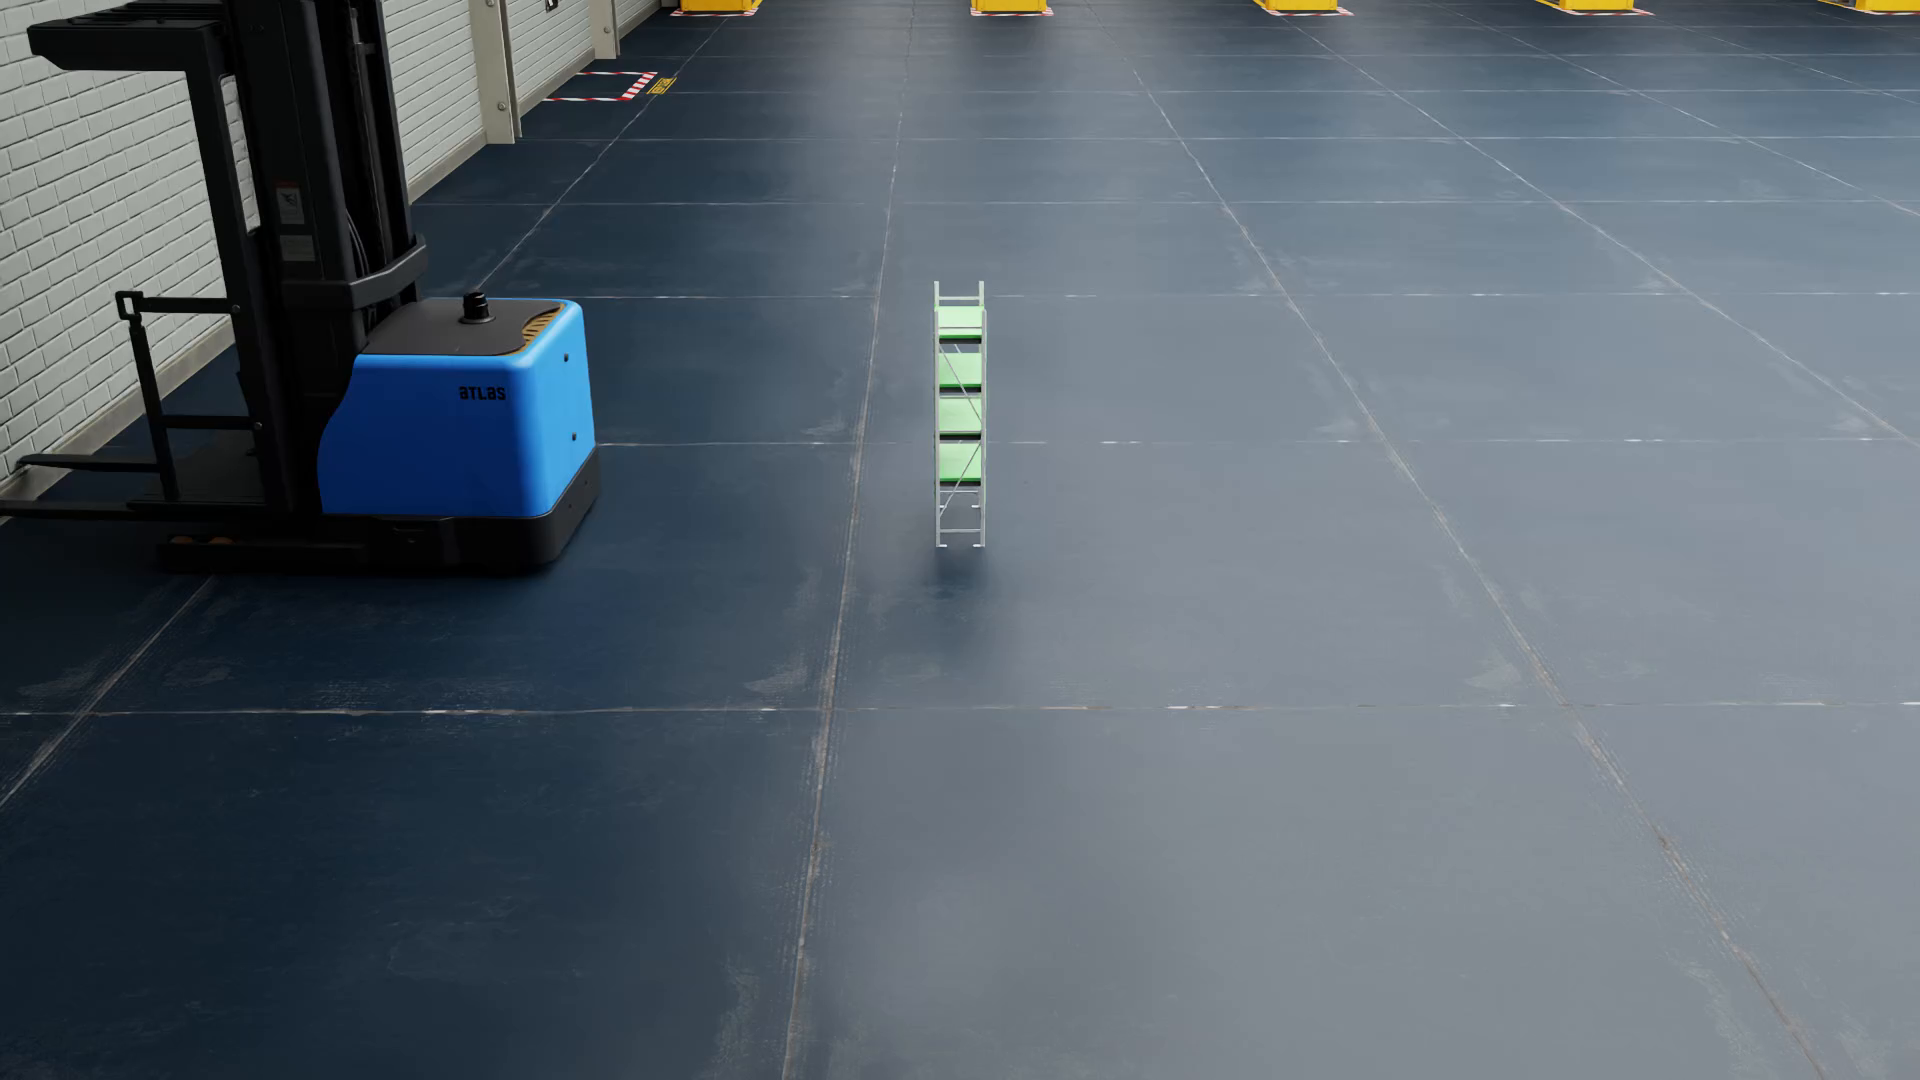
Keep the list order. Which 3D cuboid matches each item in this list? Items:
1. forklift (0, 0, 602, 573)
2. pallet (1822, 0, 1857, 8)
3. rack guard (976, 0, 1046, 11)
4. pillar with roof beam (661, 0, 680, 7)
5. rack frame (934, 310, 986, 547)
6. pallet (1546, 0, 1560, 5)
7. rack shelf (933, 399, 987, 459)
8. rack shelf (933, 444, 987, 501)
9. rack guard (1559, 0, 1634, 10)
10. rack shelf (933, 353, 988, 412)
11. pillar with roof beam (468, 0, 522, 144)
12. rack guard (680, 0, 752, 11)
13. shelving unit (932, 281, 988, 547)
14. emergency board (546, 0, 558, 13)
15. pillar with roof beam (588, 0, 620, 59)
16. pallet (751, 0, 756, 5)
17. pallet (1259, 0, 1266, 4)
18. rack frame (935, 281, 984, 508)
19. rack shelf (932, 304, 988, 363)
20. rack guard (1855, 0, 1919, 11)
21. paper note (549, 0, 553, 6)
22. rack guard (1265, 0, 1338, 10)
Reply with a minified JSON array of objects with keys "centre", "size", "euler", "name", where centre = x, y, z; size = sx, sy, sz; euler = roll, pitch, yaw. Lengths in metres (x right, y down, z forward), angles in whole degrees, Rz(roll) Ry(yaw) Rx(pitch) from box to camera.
[{"centre":[-3.402,-1.397,7.782],"size":[3.031,2.935,1.130],"euler":[1,24,3],"name":"forklift"},{"centre":[15.632,-9.374,28.720],"size":[1.003,0.211,1.213],"euler":[0,24,-1],"name":"pallet"},{"centre":[0.853,-9.143,27.858],"size":[1.175,0.500,0.348],"euler":[0,24,-1],"name":"rack guard"},{"centre":[-0.669,-13.305,26.748],"size":[9.100,9.000,0.400],"euler":[0,24,-1],"name":"pillar with roof beam"},{"centre":[0.001,-0.514,7.931],"size":[0.240,1.200,0.015],"euler":[0,24,-1],"name":"rack frame"},{"centre":[10.784,-9.430,28.845],"size":[1.003,0.211,1.213],"euler":[0,24,-1],"name":"pallet"},{"centre":[-0.002,-0.557,8.180],"size":[0.258,0.148,0.480],"euler":[0,24,-1],"name":"rack shelf"},{"centre":[-0.002,-0.338,8.279],"size":[0.258,0.148,0.480],"euler":[0,24,-1],"name":"rack shelf"},{"centre":[10.757,-9.227,28.044],"size":[1.175,0.500,0.348],"euler":[0,24,-1],"name":"rack guard"},{"centre":[-0.002,-0.775,8.081],"size":[0.258,0.148,0.480],"euler":[0,24,-1],"name":"rack shelf"},{"centre":[-0.538,-8.360,15.815],"size":[9.100,9.000,0.400],"euler":[0,24,-1],"name":"pillar with roof beam"},{"centre":[-4.102,-9.160,27.897],"size":[1.175,0.500,0.348],"euler":[0,24,-1],"name":"rack guard"},{"centre":[-0.002,-0.615,8.154],"size":[0.258,1.200,0.503],"euler":[0,24,-1],"name":"shelving unit"},{"centre":[-4.919,-7.061,20.223],"size":[0.194,1.169,0.643],"euler":[0,24,-1],"name":"emergency board"},{"centre":[-0.603,-10.833,21.282],"size":[9.100,9.000,0.400],"euler":[0,24,-1],"name":"pillar with roof beam"},{"centre":[-4.075,-9.363,28.697],"size":[1.003,0.211,1.213],"euler":[0,24,-1],"name":"pallet"},{"centre":[5.754,-9.408,28.795],"size":[1.003,0.211,1.213],"euler":[0,24,-1],"name":"pallet"},{"centre":[-0.004,-0.715,8.376],"size":[0.240,1.200,0.015],"euler":[0,24,-1],"name":"rack frame"},{"centre":[-0.002,-0.994,7.982],"size":[0.258,0.148,0.480],"euler":[0,24,-1],"name":"rack shelf"},{"centre":[15.719,-9.166,27.911],"size":[1.175,0.500,0.348],"euler":[0,24,-1],"name":"rack guard"},{"centre":[-4.986,-6.587,20.243],"size":[0.016,0.148,0.142],"euler":[0,24,-1],"name":"paper note"},{"centre":[5.758,-9.204,27.995],"size":[1.175,0.500,0.348],"euler":[0,24,-1],"name":"rack guard"}]
